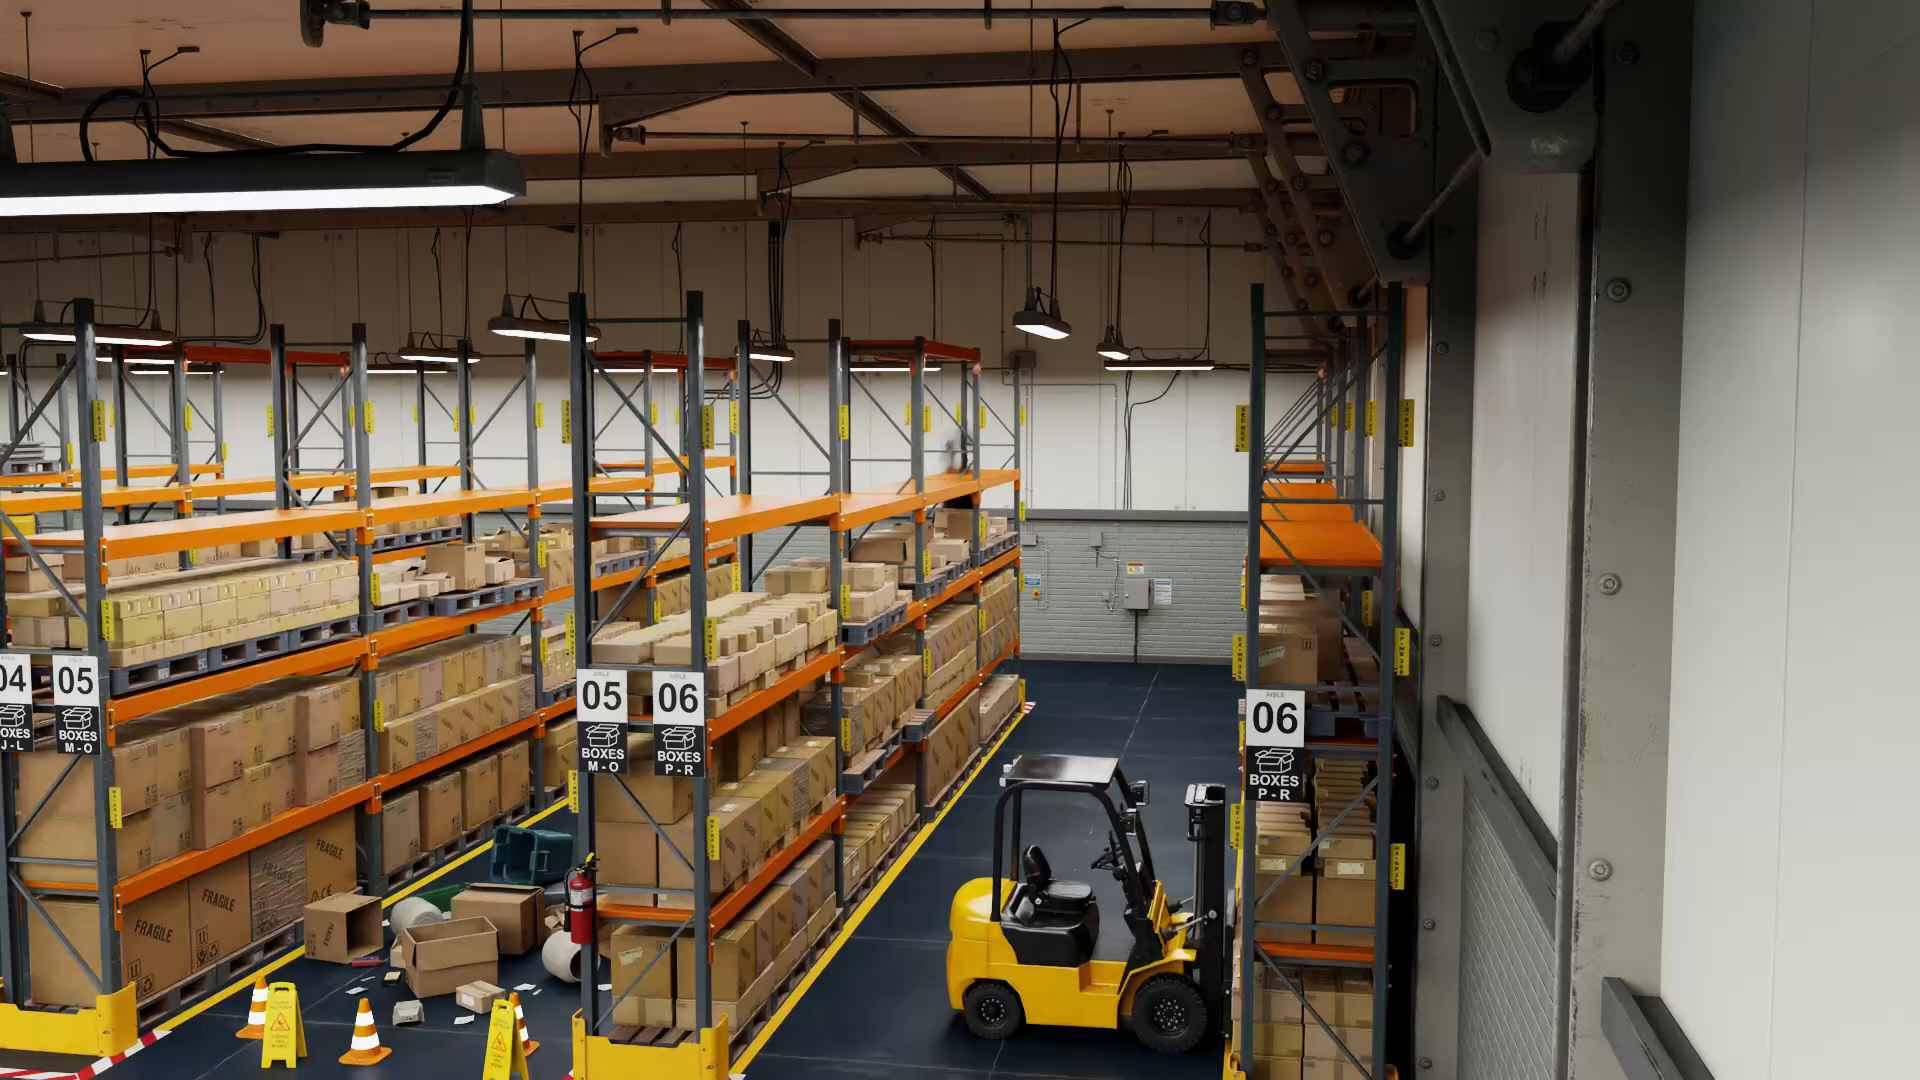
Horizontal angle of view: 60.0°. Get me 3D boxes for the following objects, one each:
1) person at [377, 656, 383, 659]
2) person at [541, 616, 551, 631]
[{"bbox_3d":[-8.408,2.454,24.221,0.521,1.550,0.571,0,5,3],"label":"person"},{"bbox_3d":[-6.588,2.130,26.743,0.728,1.834,0.990,1,5,14],"label":"person"}]
